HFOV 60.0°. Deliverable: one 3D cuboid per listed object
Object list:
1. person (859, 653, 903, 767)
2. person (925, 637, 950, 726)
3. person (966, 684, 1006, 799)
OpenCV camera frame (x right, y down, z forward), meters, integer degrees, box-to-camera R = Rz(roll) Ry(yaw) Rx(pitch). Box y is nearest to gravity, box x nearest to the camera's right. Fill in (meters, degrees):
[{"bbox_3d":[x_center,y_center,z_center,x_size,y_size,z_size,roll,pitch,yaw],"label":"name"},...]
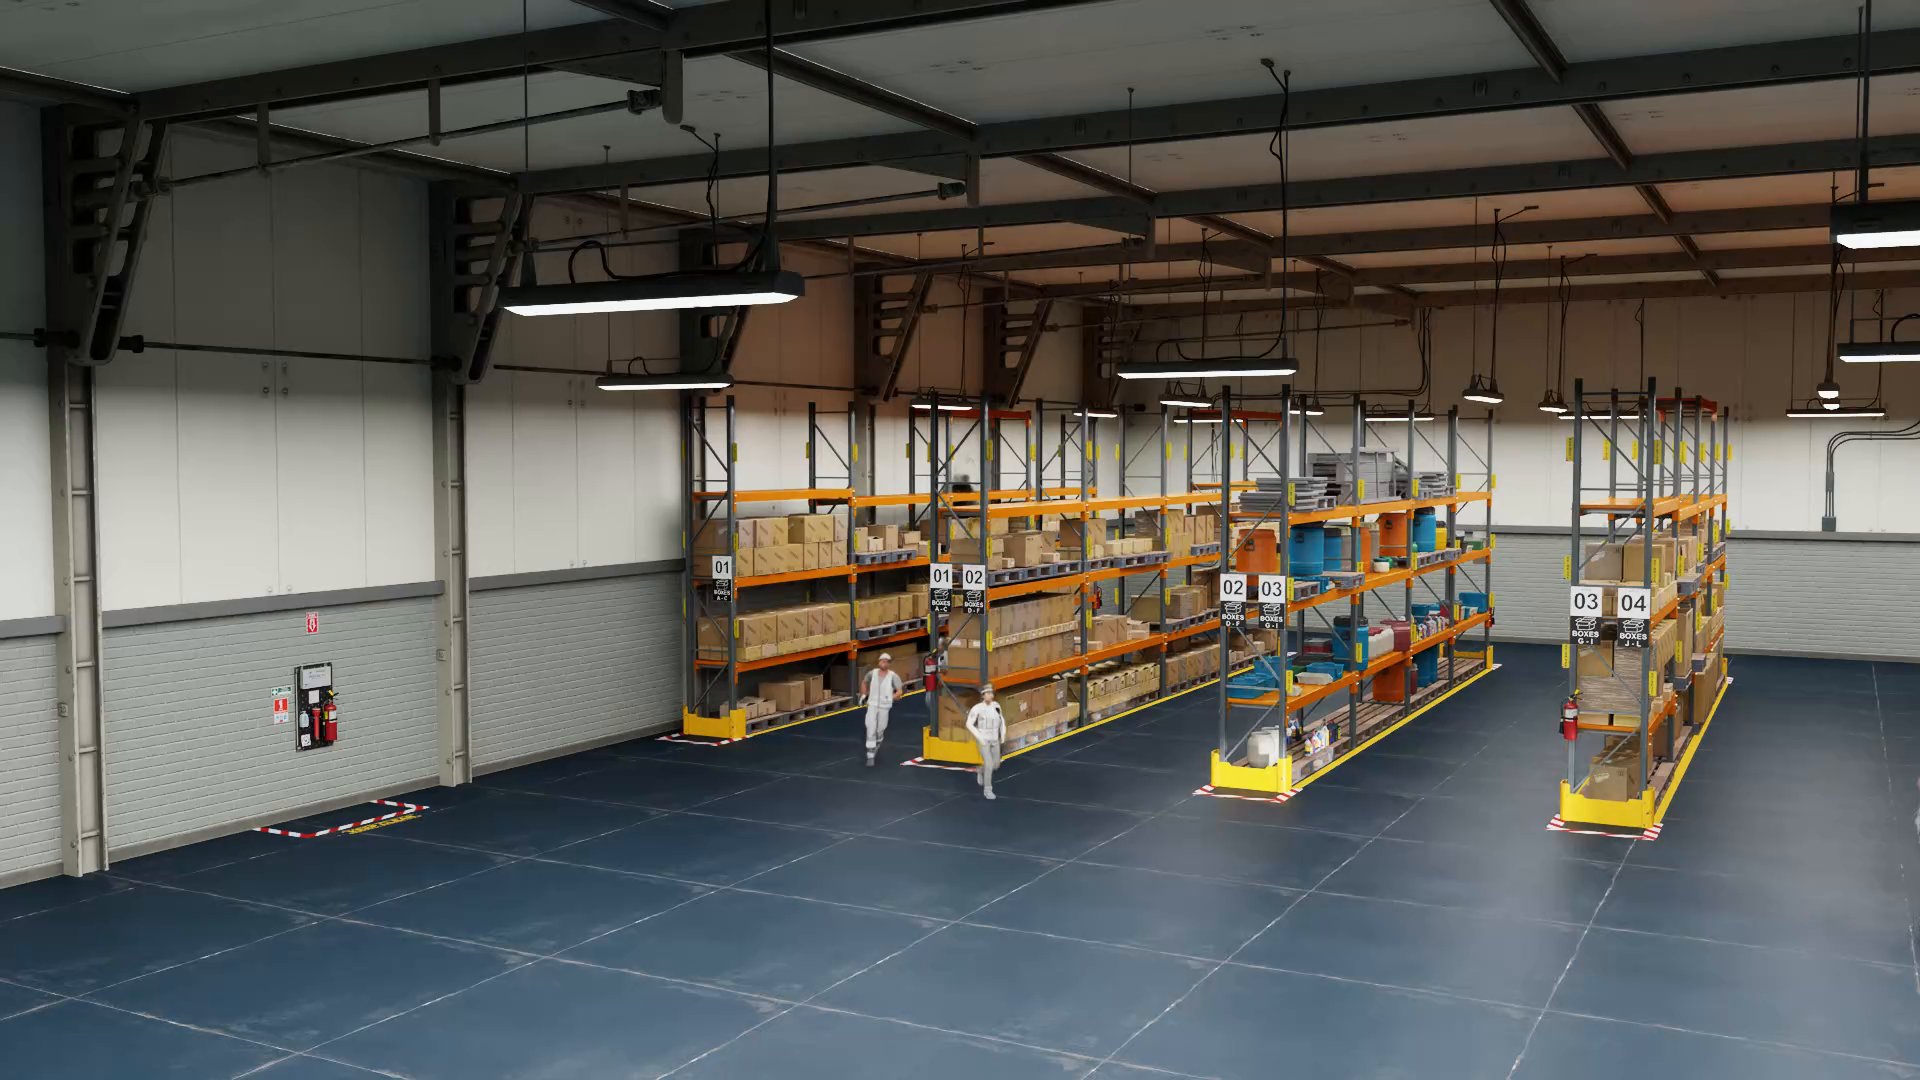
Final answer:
[{"bbox_3d":[-1.274,2.708,26.827,0.698,1.777,0.843,0,3,1],"label":"person"},{"bbox_3d":[-0.379,2.601,30.043,0.570,1.705,0.793,1,3,19],"label":"person"},{"bbox_3d":[0.368,2.907,24.247,0.648,1.655,0.609,-2,4,-32],"label":"person"}]
